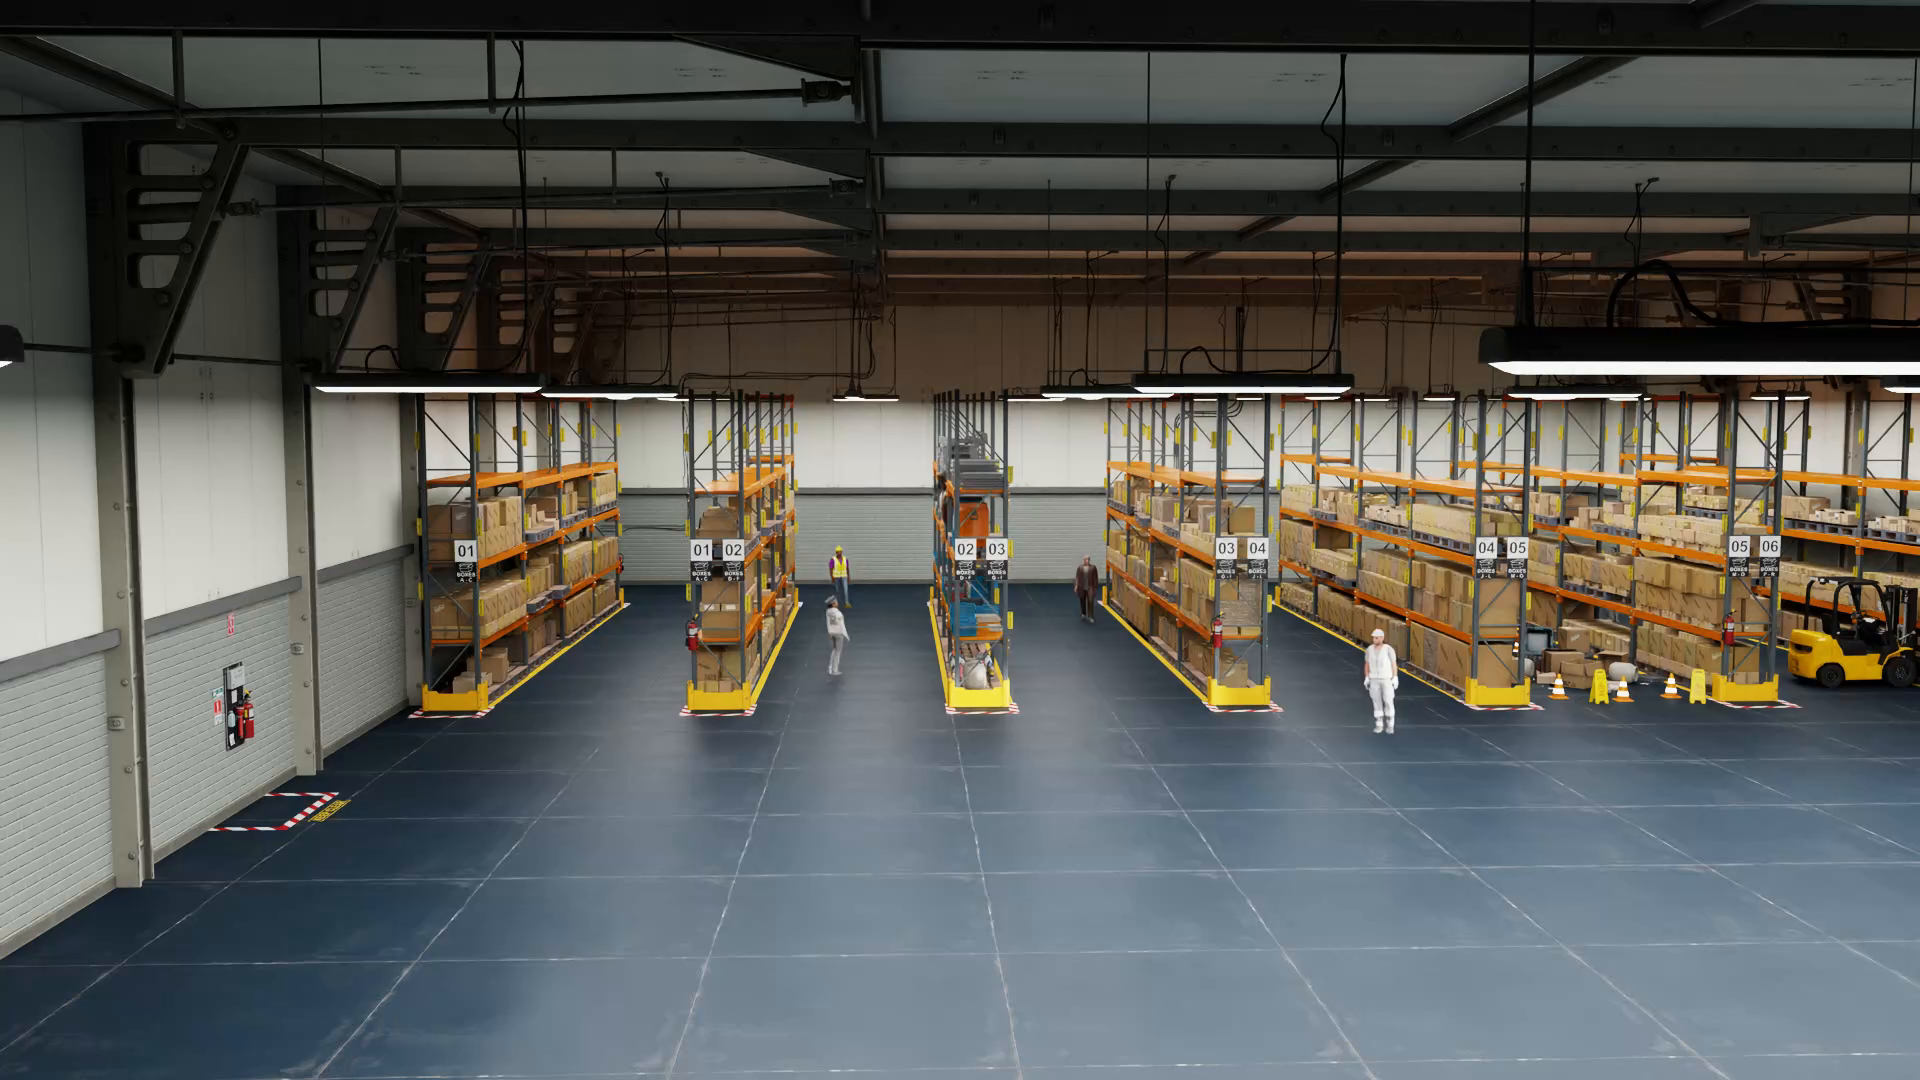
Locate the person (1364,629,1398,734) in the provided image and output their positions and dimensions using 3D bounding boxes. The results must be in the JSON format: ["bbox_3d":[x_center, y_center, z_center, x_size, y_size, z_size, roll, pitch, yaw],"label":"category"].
[{"bbox_3d":[7.335,2.464,29.050,0.602,1.817,0.388,3,5,32],"label":"person"}]

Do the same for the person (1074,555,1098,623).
[{"bbox_3d":[3.324,1.269,43.795,0.644,1.735,1.037,0,5,2],"label":"person"}]

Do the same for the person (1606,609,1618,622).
[{"bbox_3d":[17.102,1.369,43.688,0.403,1.599,0.444,1,5,14],"label":"person"}]

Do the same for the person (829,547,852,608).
[{"bbox_3d":[-3.346,1.041,46.745,0.652,1.714,1.002,-2,5,-20],"label":"person"}]

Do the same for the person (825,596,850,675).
[{"bbox_3d":[-2.597,2.005,35.032,0.524,1.704,0.486,3,6,33],"label":"person"}]
